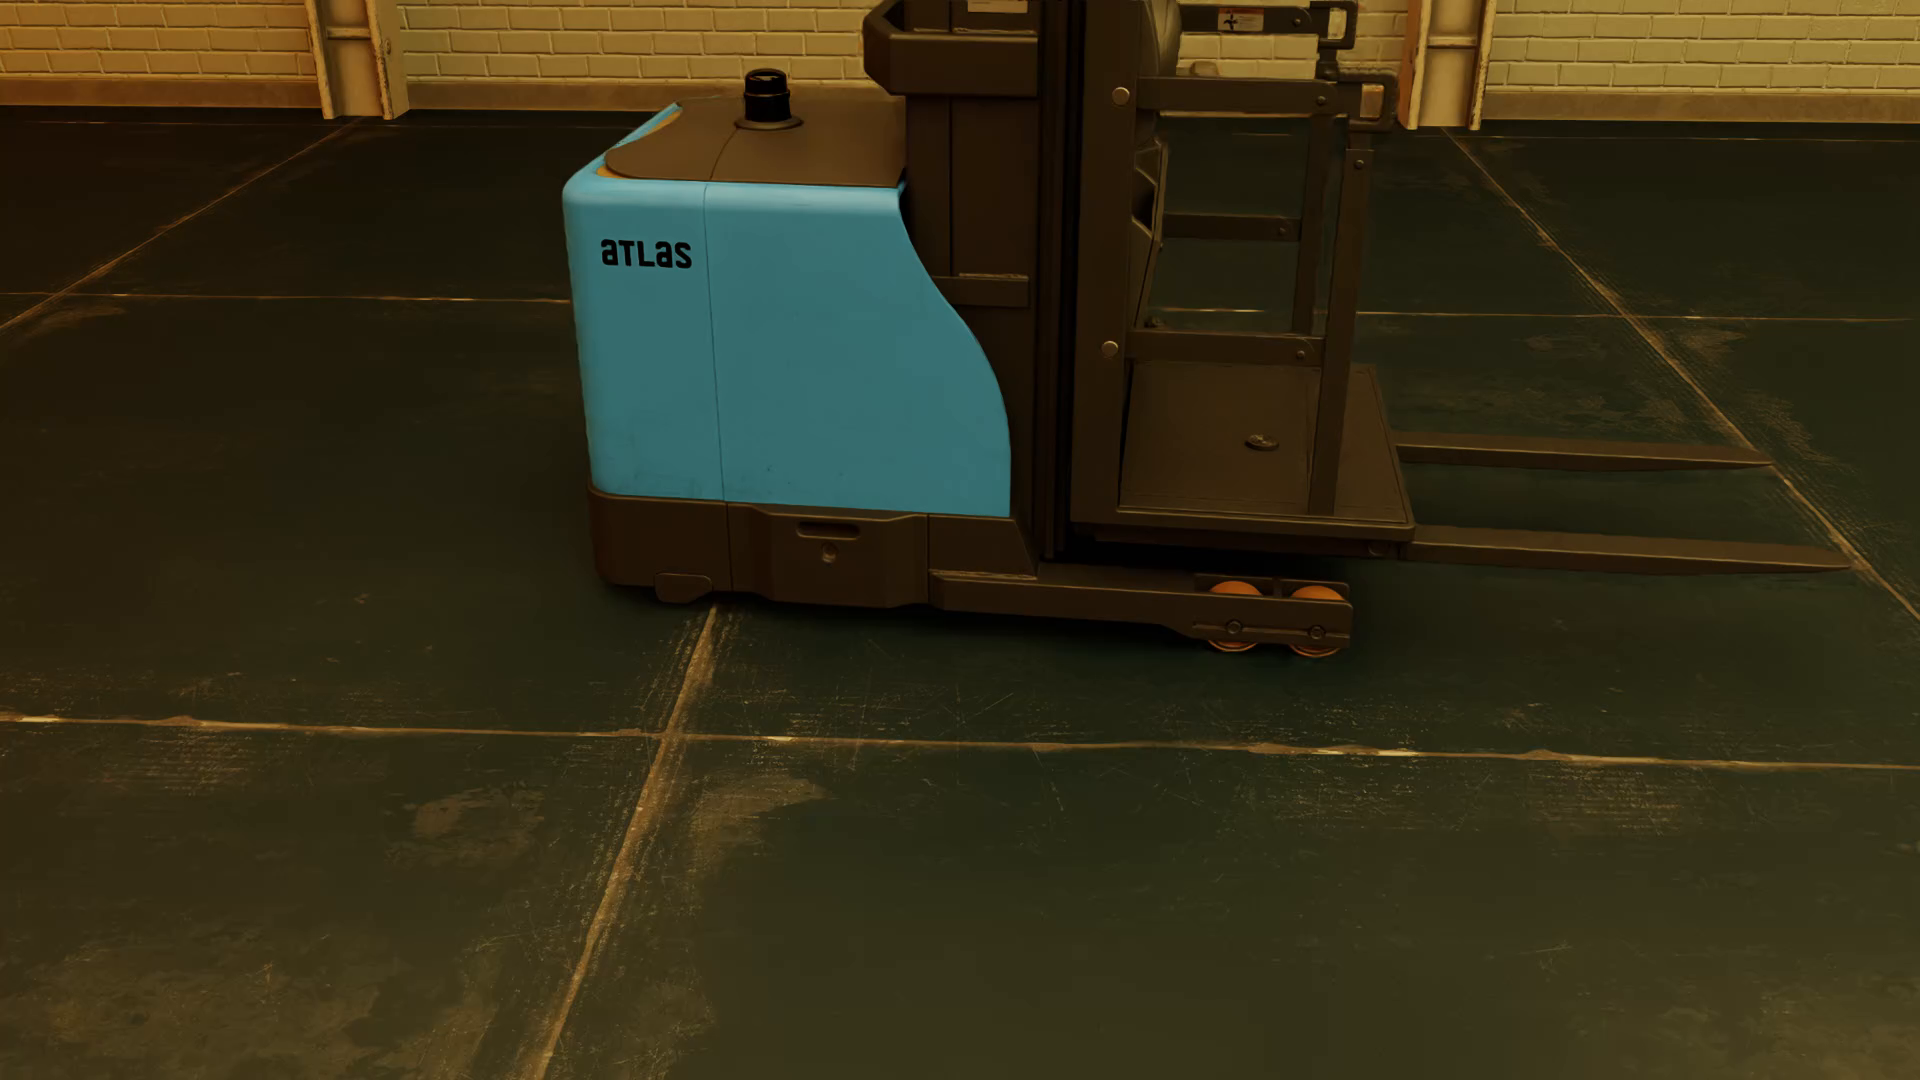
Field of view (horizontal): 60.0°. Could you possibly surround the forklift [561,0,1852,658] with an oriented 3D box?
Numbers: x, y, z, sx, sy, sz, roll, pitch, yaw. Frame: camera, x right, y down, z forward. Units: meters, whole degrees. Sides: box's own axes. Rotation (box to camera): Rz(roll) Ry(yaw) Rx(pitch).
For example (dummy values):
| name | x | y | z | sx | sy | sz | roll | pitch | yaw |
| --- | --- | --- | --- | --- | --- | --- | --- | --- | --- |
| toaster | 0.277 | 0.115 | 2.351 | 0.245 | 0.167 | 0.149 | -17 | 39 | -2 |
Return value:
| name | x | y | z | sx | sy | sz | roll | pitch | yaw |
| --- | --- | --- | --- | --- | --- | --- | --- | --- | --- |
| forklift | 0.632 | -1.286 | 3.815 | 3.031 | 2.935 | 1.130 | 3 | 26 | 7 |
